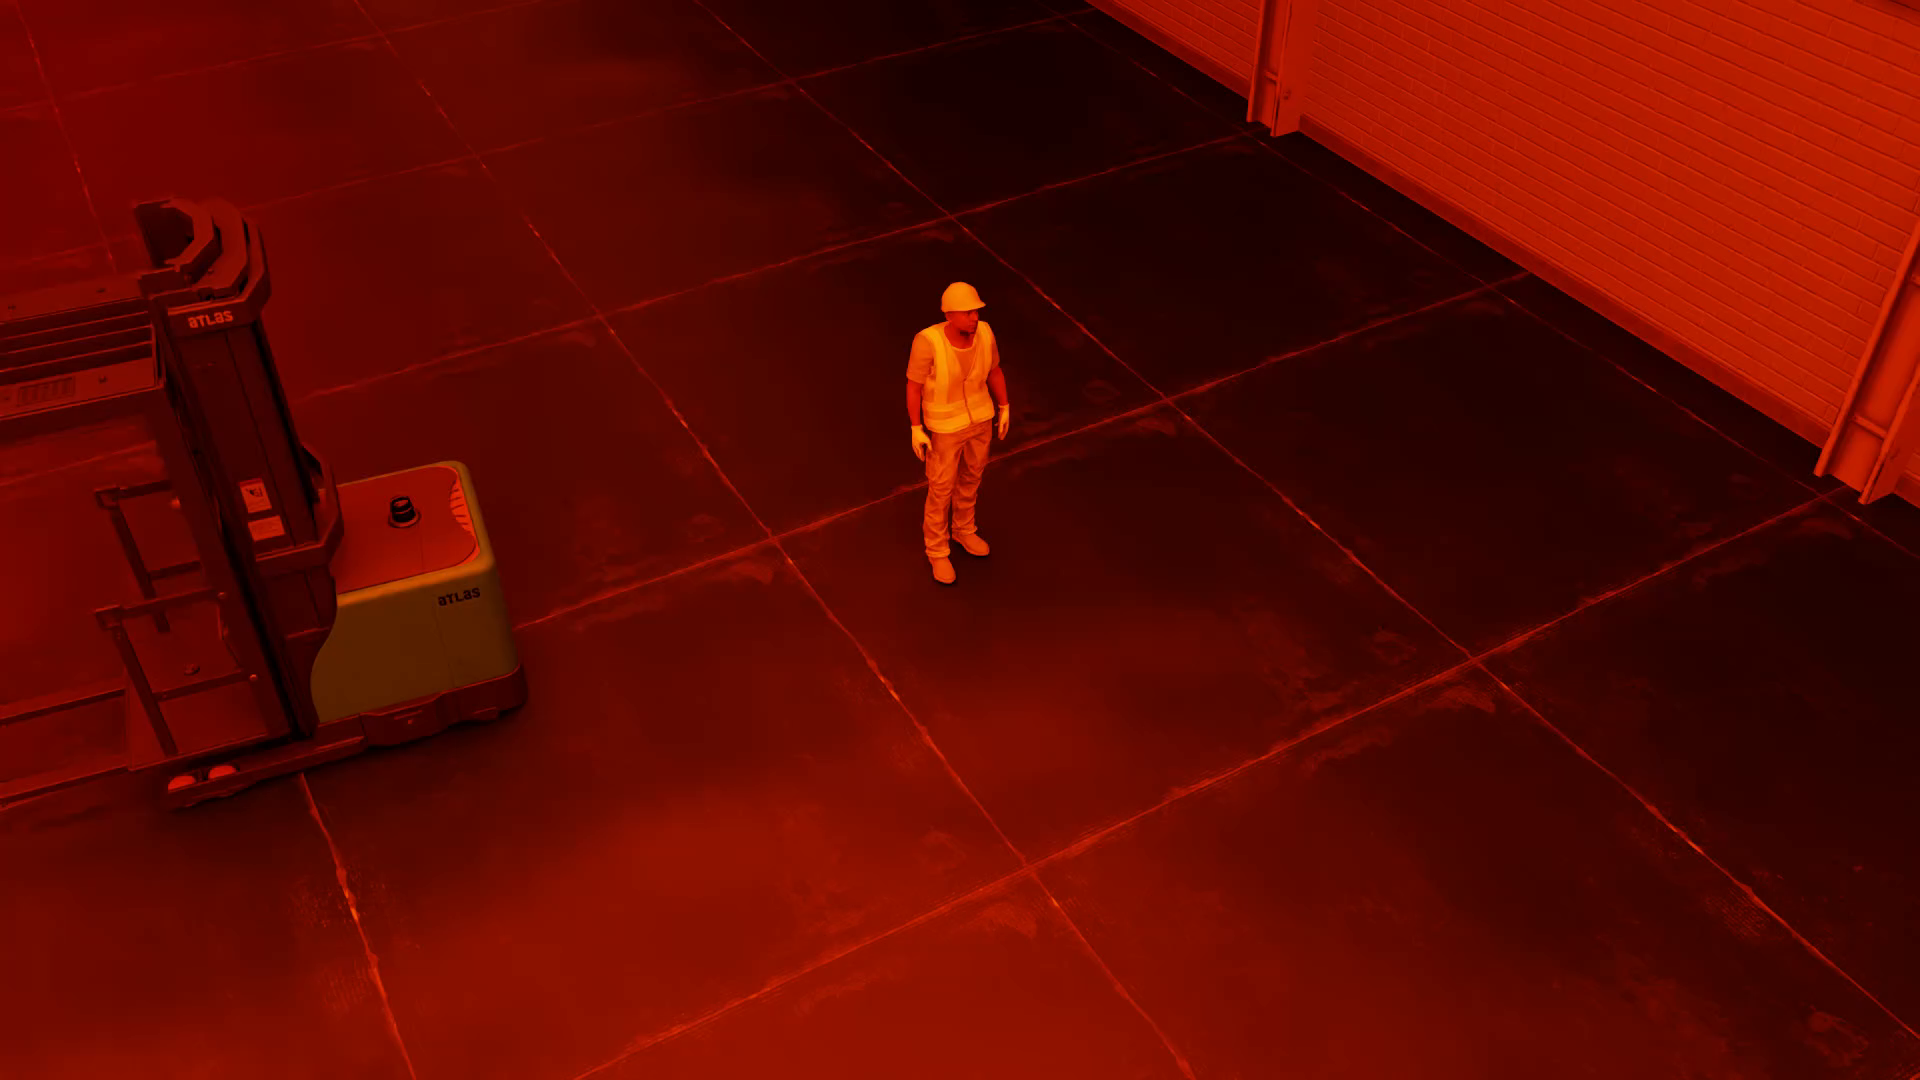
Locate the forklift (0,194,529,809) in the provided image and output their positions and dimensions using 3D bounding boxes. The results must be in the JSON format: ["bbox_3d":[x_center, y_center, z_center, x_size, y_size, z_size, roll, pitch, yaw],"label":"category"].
[{"bbox_3d":[-3.954,-0.124,8.185,3.031,2.935,1.130,-15,42,-17],"label":"forklift"}]

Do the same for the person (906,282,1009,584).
[{"bbox_3d":[0.028,-0.650,9.707,0.656,1.782,0.577,-20,44,-23],"label":"person"}]
